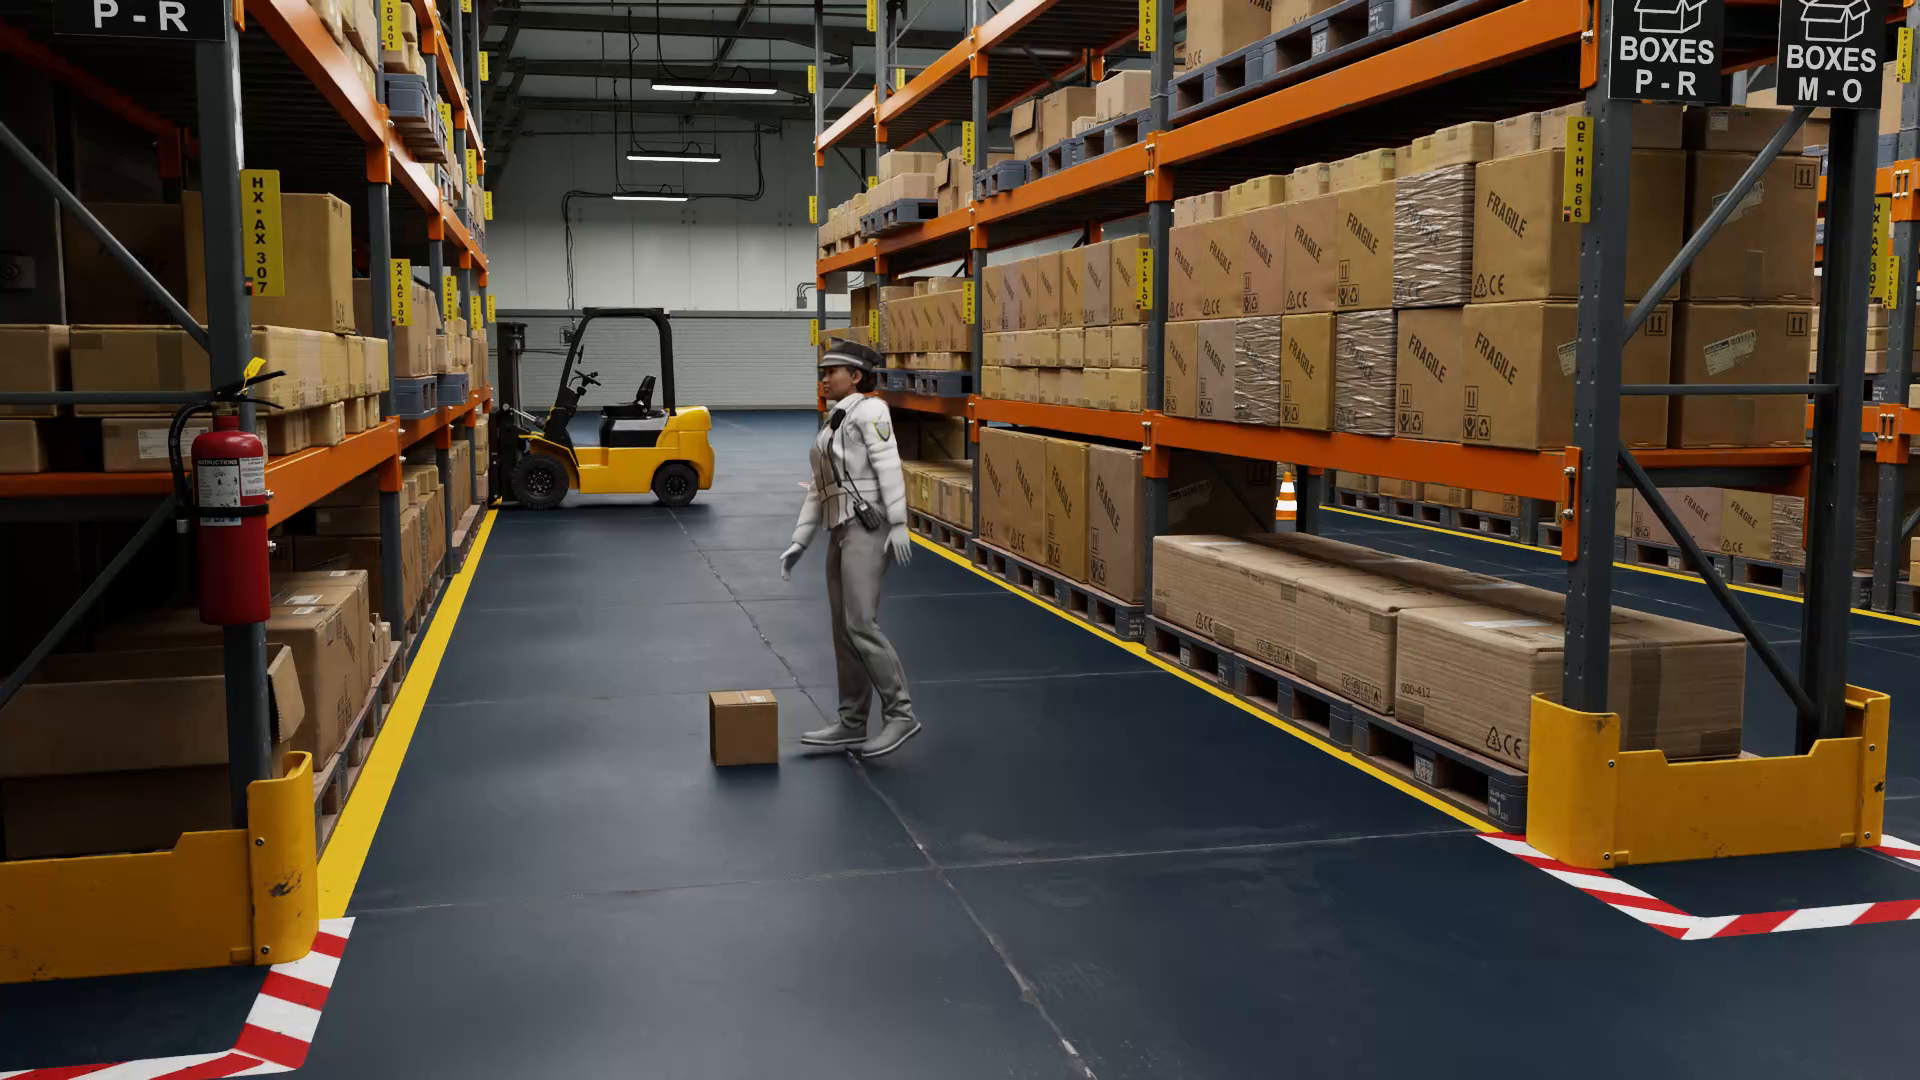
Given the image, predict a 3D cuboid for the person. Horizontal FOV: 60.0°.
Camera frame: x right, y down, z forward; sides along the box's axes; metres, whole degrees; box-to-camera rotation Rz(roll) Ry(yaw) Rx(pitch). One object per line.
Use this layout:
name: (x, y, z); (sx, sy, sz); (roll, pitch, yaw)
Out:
person: (-0.459, 0.025, 6.700); (0.485, 1.686, 0.717); (-2, 7, -18)
